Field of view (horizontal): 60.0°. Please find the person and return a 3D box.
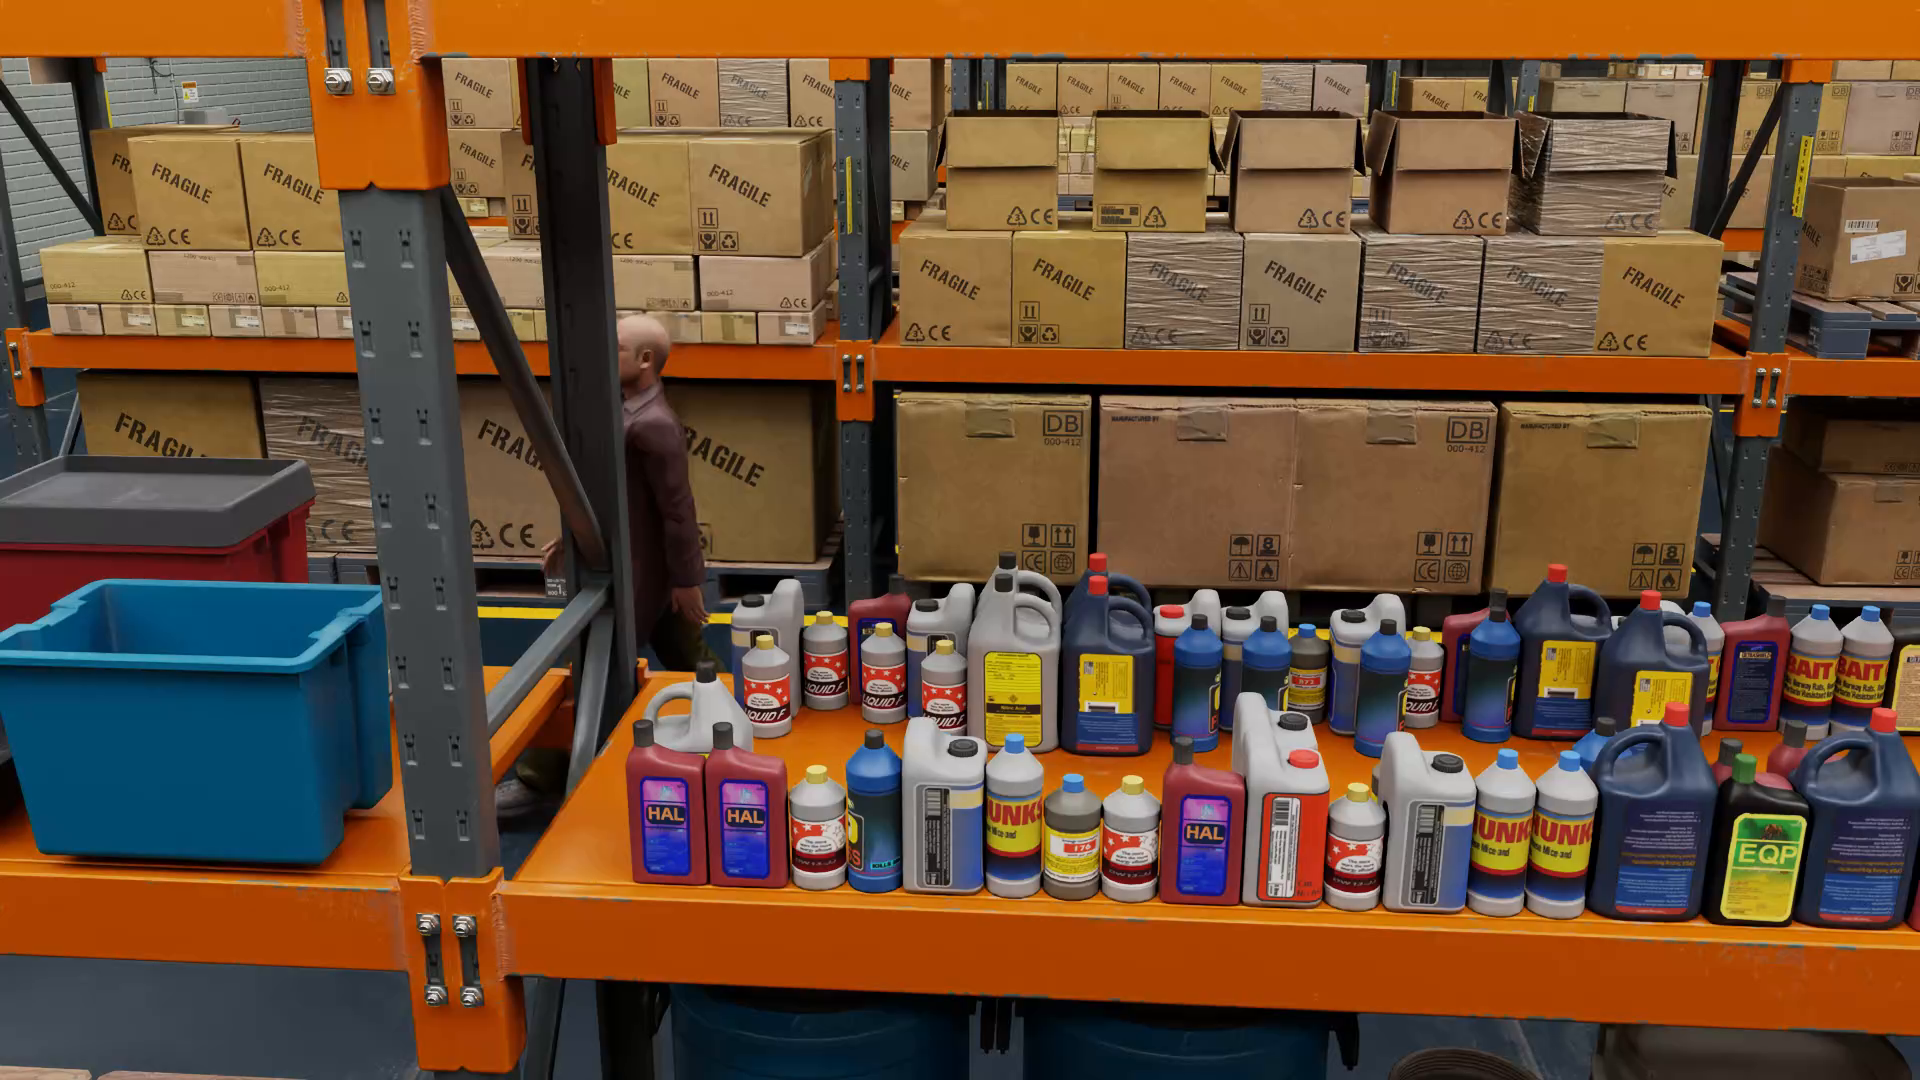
[{"bbox_3d":[-1.209,0.076,5.786,1.090,1.717,0.569,-4,18,-11],"label":"person"}]
